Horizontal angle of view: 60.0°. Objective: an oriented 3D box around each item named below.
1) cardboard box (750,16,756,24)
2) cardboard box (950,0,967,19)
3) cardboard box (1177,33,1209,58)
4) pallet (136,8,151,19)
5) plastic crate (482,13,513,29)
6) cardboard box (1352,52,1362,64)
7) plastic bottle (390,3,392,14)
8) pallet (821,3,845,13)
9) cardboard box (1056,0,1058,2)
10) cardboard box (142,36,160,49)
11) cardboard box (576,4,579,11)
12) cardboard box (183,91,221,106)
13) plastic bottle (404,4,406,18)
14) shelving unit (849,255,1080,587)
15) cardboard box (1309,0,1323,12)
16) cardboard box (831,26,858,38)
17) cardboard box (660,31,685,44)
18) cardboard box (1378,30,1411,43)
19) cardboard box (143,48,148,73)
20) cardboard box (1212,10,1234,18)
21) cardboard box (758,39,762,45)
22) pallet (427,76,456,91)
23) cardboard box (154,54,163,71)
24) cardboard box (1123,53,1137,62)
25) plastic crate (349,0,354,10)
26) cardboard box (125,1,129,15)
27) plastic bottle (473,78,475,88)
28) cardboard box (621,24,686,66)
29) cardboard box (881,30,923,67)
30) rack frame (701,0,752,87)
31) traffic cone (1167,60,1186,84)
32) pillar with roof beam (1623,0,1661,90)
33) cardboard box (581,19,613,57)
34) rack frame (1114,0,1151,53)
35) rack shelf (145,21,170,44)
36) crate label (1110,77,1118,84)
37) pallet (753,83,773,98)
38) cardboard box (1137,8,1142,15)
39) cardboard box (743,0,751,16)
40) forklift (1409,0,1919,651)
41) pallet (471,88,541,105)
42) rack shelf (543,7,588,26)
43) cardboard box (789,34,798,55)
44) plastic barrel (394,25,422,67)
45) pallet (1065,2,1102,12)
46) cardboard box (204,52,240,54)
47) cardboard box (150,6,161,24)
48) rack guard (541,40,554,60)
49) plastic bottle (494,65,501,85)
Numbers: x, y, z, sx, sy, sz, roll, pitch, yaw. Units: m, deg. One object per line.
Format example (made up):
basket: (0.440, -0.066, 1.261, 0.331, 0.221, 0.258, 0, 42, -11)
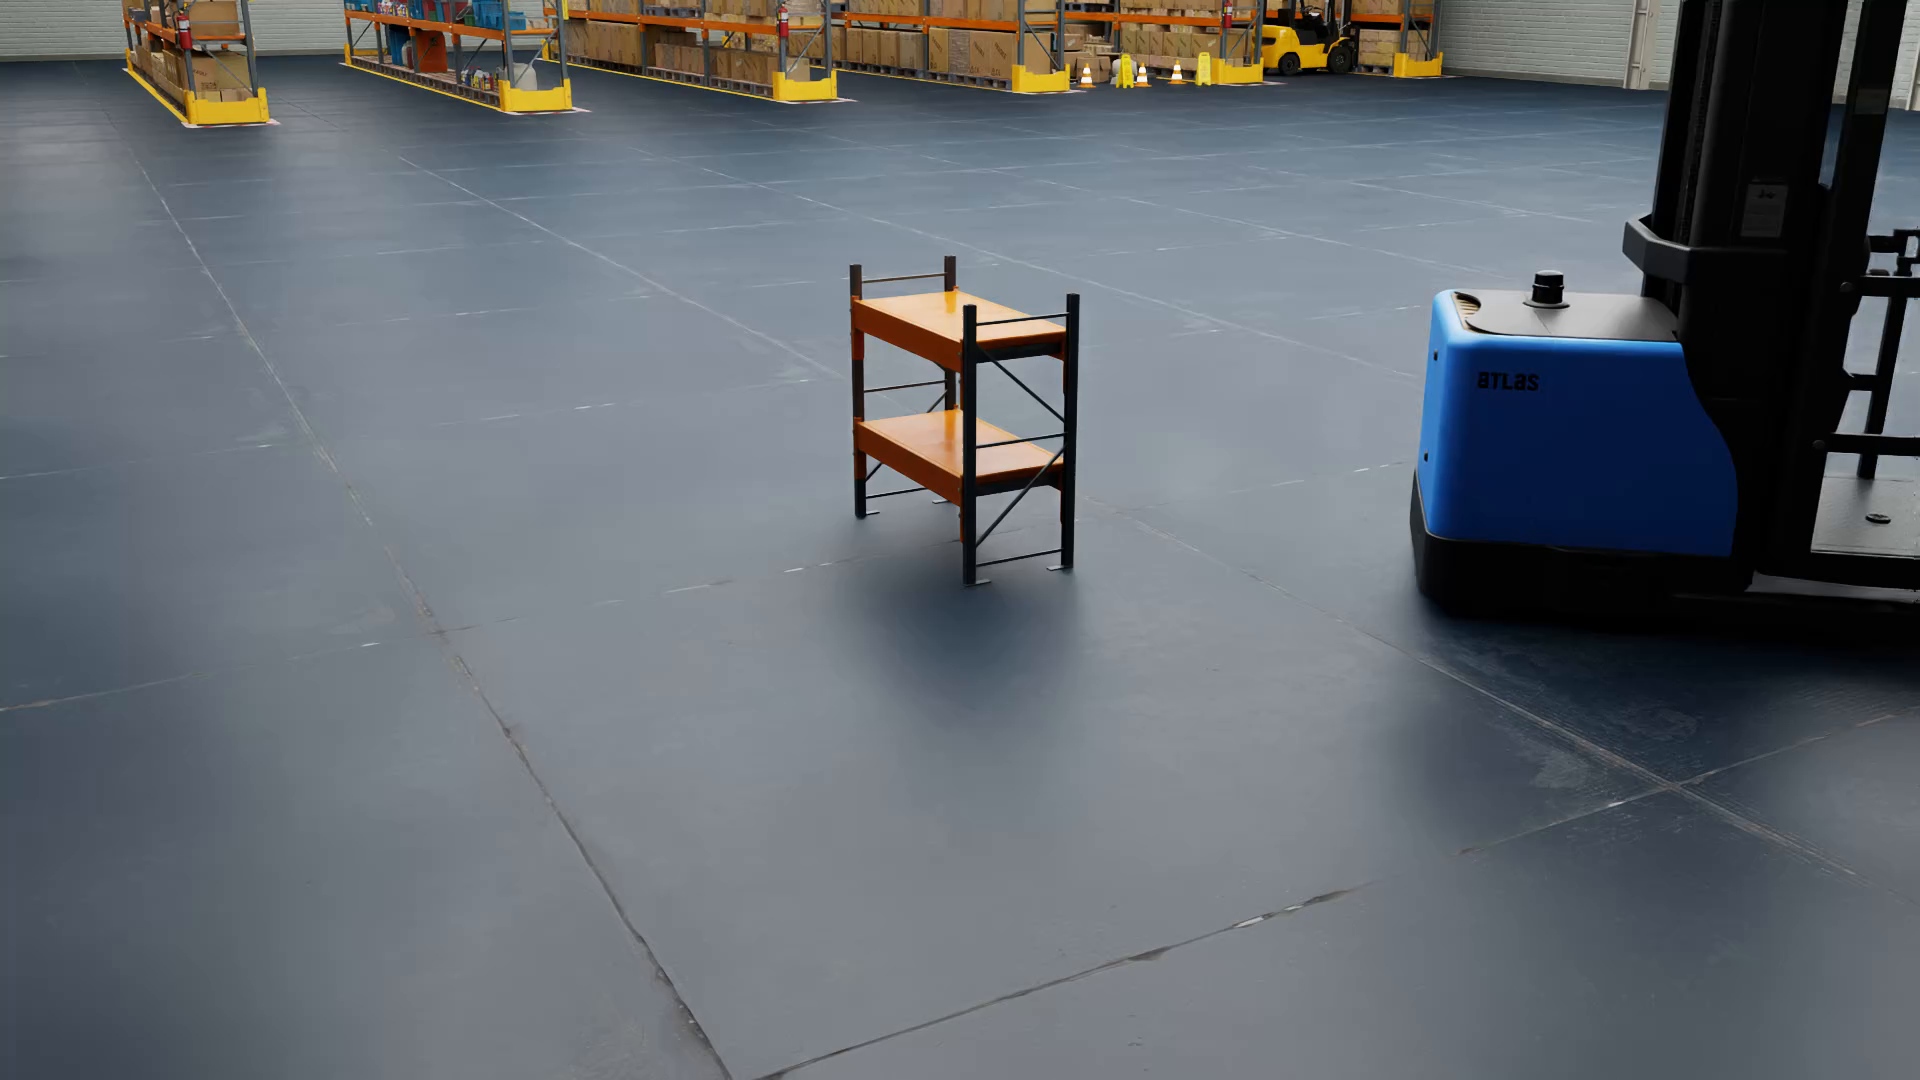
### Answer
cardboard box: (-3.753, -9.841, 31.439, 0.380, 0.149, 0.250, -10, 21, -27)
cardboard box: (0.306, -11.081, 34.415, 0.875, 0.550, 0.550, -10, 21, -27)
cardboard box: (5.033, -10.681, 35.909, 0.500, 0.500, 0.500, -9, 21, -25)
pallet: (-16.274, -10.784, 34.080, 1.003, 0.211, 1.213, -10, 21, -27)
plastic crate: (-7.991, -9.001, 28.847, 0.499, 0.251, 0.408, -10, 21, -27)
cardboard box: (9.302, -11.133, 38.368, 0.500, 0.250, 0.500, -10, 21, -26)
plastic bottle: (-12.420, -11.609, 36.373, 0.097, 0.271, 0.097, 0, 19, 0)
pallet: (-2.646, -12.687, 39.595, 1.213, 0.211, 1.003, -10, 21, -27)
cardboard box: (2.392, -13.089, 40.207, 0.380, 0.149, 0.250, -10, 21, -26)
cardboard box: (-16.517, -10.239, 34.213, 0.500, 0.250, 0.500, -10, 22, -28)
cardboard box: (-9.203, -13.065, 40.779, 0.380, 0.149, 0.250, -10, 22, -28)
cardboard box: (-12.062, -7.028, 26.471, 0.500, 0.250, 0.500, -10, 21, -27)
plastic bottle: (-11.663, -11.145, 35.009, 0.061, 0.283, 0.133, -10, 21, -27)
shelving unit: (-0.003, -0.534, 6.954, 0.538, 1.125, 1.048, -10, 21, -27)
cardboard box: (8.604, -12.740, 39.300, 0.500, 0.500, 0.500, -10, 21, -26)
cardboard box: (-2.769, -12.117, 39.687, 0.500, 0.250, 0.500, -11, 22, -28)
cardboard box: (-6.282, -11.044, 36.546, 0.500, 0.250, 0.500, -9, 21, -24)
cardboard box: (9.767, -11.314, 37.360, 0.500, 0.250, 0.500, -9, 21, -25)
cardboard box: (-16.737, -10.019, 34.726, 0.500, 0.500, 0.500, -10, 21, -26)
cardboard box: (5.528, -11.045, 34.925, 0.380, 0.149, 0.250, -9, 21, -25)
cardboard box: (-5.105, -13.158, 43.936, 0.380, 0.149, 0.250, -11, 22, -29)
pallet: (-10.076, -9.187, 33.432, 1.003, 0.211, 1.213, -10, 21, -27)
cardboard box: (-14.859, -8.989, 31.295, 0.500, 0.311, 0.500, -11, 22, -28)
cardboard box: (4.037, -10.925, 37.765, 0.500, 0.250, 0.500, -11, 22, -29)
plastic crate: (-14.644, -13.018, 40.425, 0.416, 0.233, 0.300, -10, 21, -27)
cardboard box: (-18.445, -12.057, 37.322, 0.500, 0.500, 0.500, -10, 21, -26)
plastic bottle: (-8.865, -8.385, 30.449, 0.097, 0.201, 0.097, 0, 19, 0)
cardboard box: (-6.936, -11.246, 37.738, 1.225, 0.875, 0.875, -11, 22, -29)
cardboard box: (-1.143, -11.018, 37.270, 1.050, 0.750, 0.750, -10, 21, -27)
rack frame: (-4.727, -10.702, 33.548, 1.000, 3.000, 0.127, -10, 21, -27)
traffic cone: (4.554, -9.814, 34.862, 0.336, 0.463, 0.334, -10, 21, -27)
pillar with roof beam: (9.783, -12.645, 29.982, 9.100, 9.000, 0.400, -10, 21, -27)
cardboard box: (-8.769, -12.395, 41.067, 0.875, 0.875, 0.875, -10, 21, -27)
rack frame: (3.994, -12.237, 37.997, 1.000, 3.000, 0.127, -10, 21, -27)
rack shelf: (-14.397, -9.403, 30.886, 1.077, 0.370, 4.000, -10, 21, -27)
crate label: (3.311, -9.606, 34.760, 0.298, 0.136, 0.250, 11, 22, 30)
pallet: (-3.218, -8.496, 31.431, 1.003, 0.211, 1.213, -10, 21, -27)
cardboard box: (4.180, -11.842, 37.238, 0.380, 0.149, 0.250, -10, 21, -27)
cardboard box: (-3.607, -10.179, 31.423, 0.875, 0.500, 0.500, -10, 21, -27)
forklift: (3.328, -1.163, 6.008, 3.031, 2.935, 1.130, 4, 19, 11)
pallet: (-8.221, -8.067, 30.186, 1.003, 0.211, 1.213, -10, 21, -27)
rack shelf: (-9.476, -13.233, 41.985, 1.077, 0.370, 4.000, -10, 21, -27)
cardboard box: (-3.996, -12.502, 41.952, 0.500, 0.500, 0.500, -9, 21, -25)
plastic barrel: (-12.305, -11.076, 37.205, 0.600, 0.901, 0.708, -10, 21, -27)
pallet: (3.071, -12.733, 39.727, 1.003, 0.211, 1.213, -10, 21, -27)
cardboard box: (-12.317, -7.893, 27.830, 0.500, 0.500, 0.500, -10, 21, -27)
cardboard box: (-15.092, -9.988, 31.616, 0.500, 0.311, 0.500, -10, 22, -27)
rack guard: (-10.437, -12.972, 43.959, 1.175, 0.500, 0.348, -10, 21, -27)
plastic bottle: (-8.653, -8.728, 31.214, 0.144, 0.351, 0.185, -10, 21, -27)
